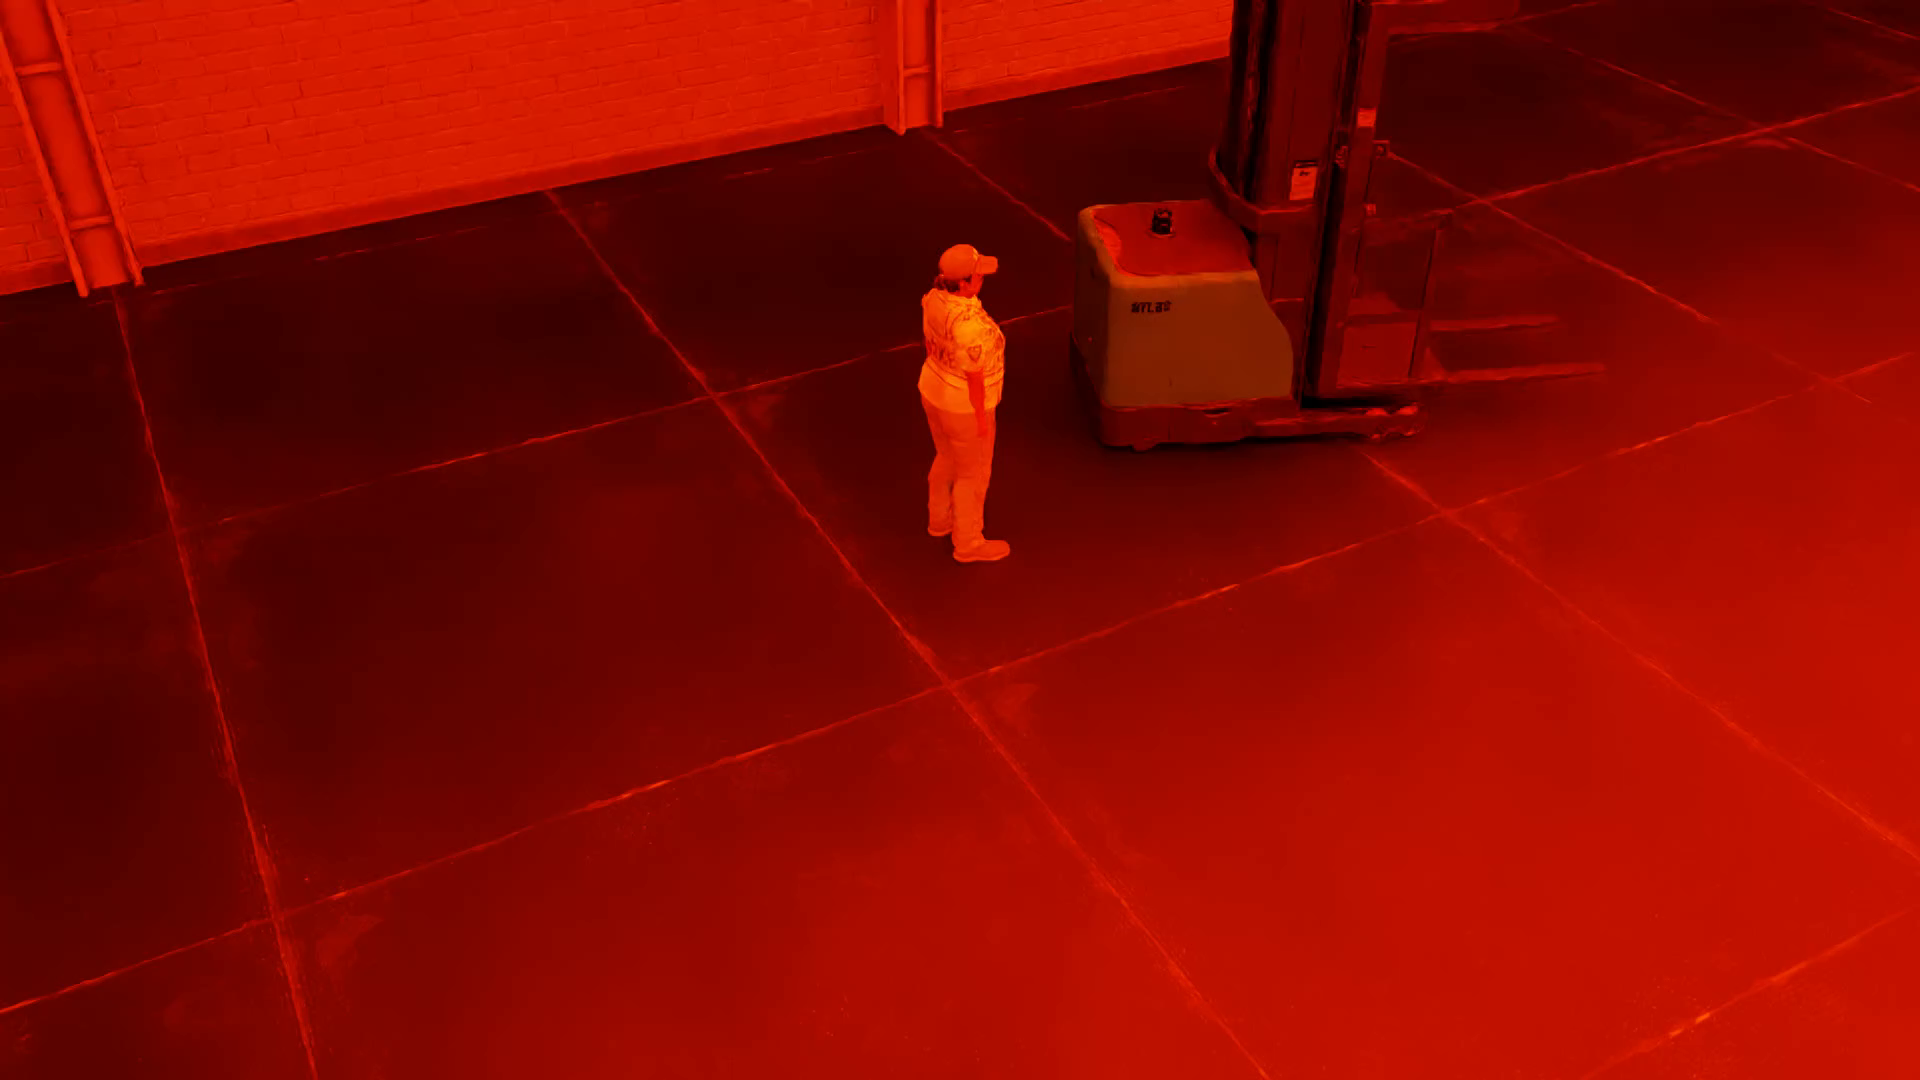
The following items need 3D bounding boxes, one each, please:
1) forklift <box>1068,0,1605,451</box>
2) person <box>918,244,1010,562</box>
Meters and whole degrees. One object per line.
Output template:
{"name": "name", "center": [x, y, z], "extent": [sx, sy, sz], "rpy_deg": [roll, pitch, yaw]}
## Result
{"name": "forklift", "center": [2.215, -2.077, 9.062], "extent": [3.031, 2.935, 1.130], "rpy_deg": [-5, 36, -7]}
{"name": "person", "center": [0.018, -0.679, 8.185], "extent": [0.390, 1.669, 0.482], "rpy_deg": [-17, 39, -23]}
